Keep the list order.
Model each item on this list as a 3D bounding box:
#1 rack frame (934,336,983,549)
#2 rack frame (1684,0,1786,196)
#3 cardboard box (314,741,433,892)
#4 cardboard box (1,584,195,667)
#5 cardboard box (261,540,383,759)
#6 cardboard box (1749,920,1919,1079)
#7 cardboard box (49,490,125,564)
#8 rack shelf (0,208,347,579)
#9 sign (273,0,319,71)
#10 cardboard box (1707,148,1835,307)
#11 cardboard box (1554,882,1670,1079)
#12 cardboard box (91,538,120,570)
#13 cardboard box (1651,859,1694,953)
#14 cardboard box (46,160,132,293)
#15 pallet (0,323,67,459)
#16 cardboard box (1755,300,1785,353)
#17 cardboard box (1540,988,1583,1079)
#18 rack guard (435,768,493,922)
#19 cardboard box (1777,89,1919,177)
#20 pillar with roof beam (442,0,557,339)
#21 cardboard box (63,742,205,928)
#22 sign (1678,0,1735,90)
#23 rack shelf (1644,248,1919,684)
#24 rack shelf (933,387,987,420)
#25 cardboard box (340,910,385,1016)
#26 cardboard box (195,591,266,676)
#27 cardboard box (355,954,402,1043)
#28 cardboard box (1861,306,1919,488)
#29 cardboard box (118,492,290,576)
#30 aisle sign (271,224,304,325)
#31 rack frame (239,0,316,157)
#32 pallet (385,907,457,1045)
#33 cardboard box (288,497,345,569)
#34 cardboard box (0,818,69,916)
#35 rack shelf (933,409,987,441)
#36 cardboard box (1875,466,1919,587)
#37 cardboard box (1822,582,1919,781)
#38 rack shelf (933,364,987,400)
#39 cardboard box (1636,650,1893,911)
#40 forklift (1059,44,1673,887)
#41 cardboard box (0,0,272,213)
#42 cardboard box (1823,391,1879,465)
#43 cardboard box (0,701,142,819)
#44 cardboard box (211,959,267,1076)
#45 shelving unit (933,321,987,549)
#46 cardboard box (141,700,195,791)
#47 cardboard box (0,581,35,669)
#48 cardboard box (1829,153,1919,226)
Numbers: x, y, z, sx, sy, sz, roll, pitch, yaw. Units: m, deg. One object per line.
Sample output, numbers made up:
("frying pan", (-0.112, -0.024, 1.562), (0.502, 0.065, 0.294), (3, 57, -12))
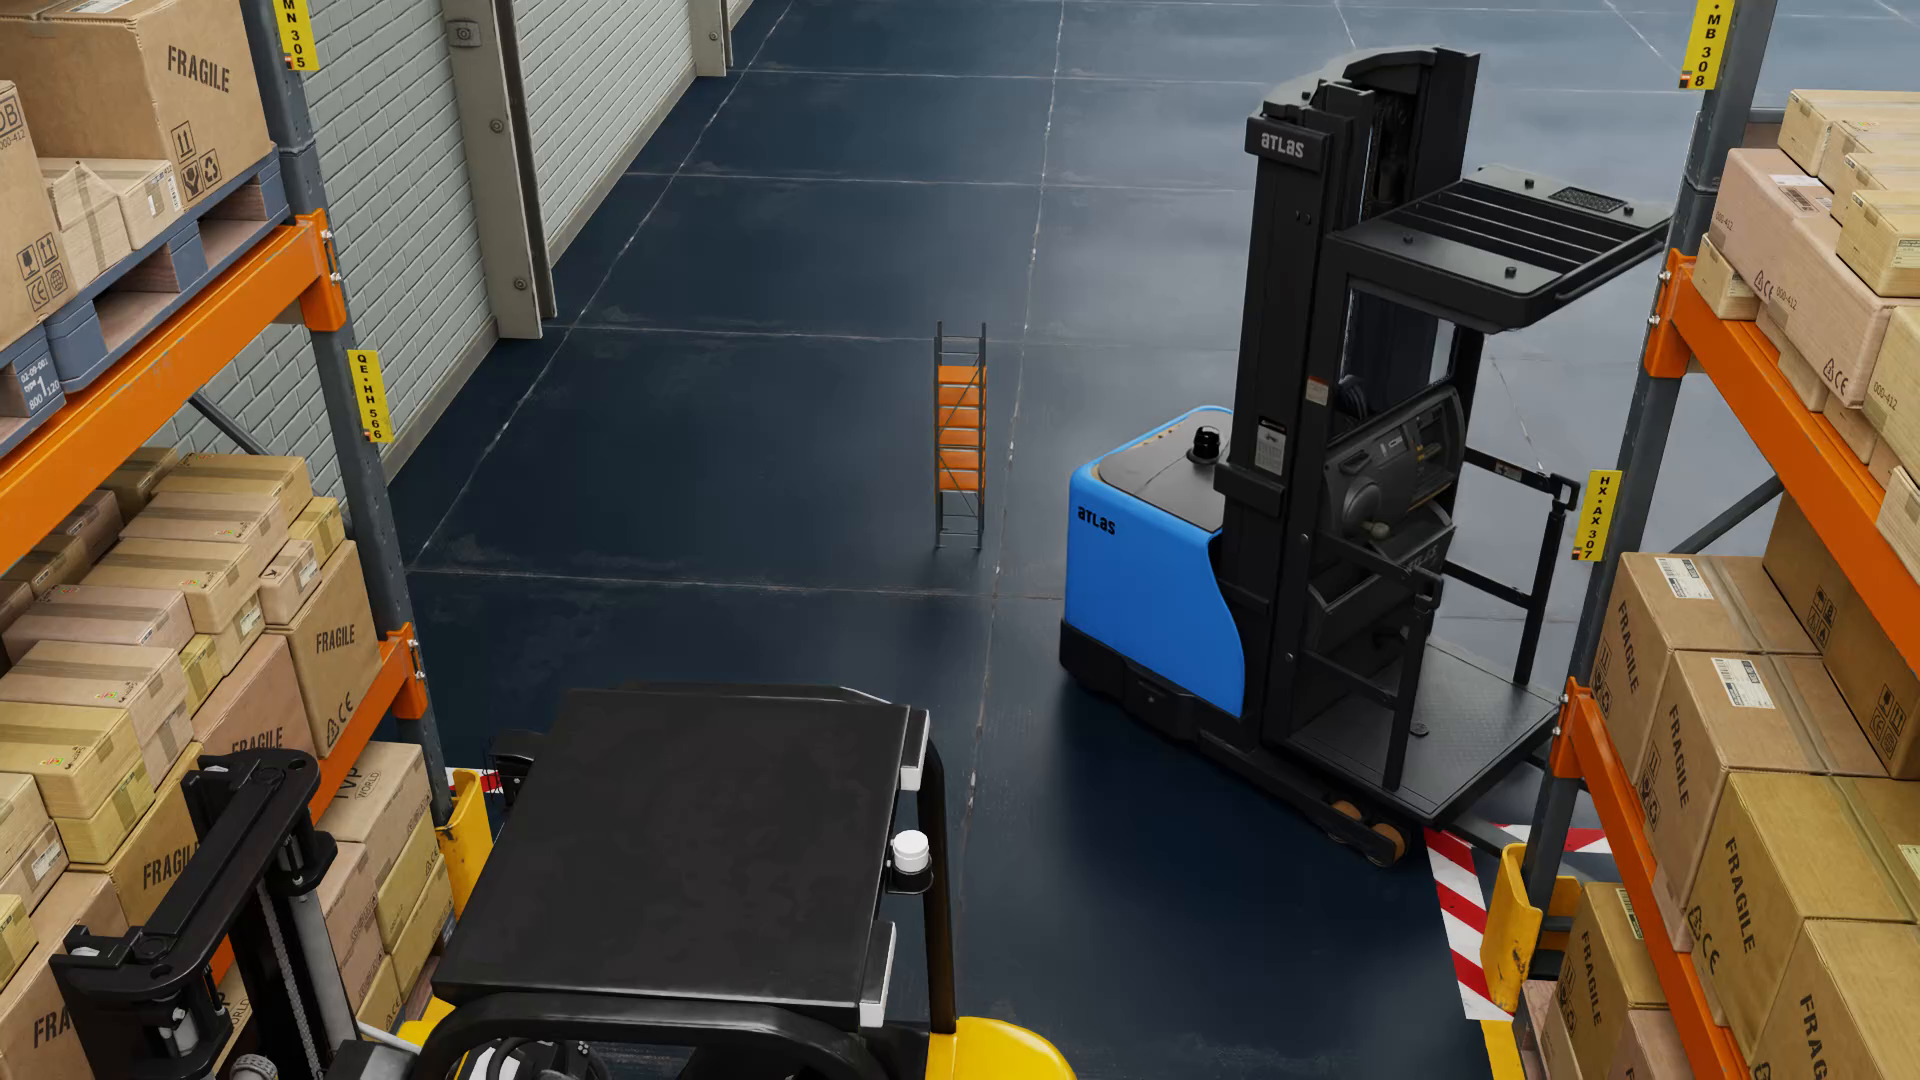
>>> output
("rack frame", (-0.006, -0.471, 8.370), (0.240, 1.200, 0.006), (2, 32, 4))
("rack frame", (2.528, -2.236, 3.801), (1.000, 3.000, 0.127), (2, 32, 4))
("cardboard box", (-2.146, 0.928, 5.653), (0.500, 0.250, 0.500), (3, 32, 6))
("cardboard box", (-2.316, 0.254, 4.482), (0.380, 0.149, 0.250), (3, 32, 4))
("cardboard box", (-2.198, 0.334, 5.254), (0.500, 0.500, 0.500), (2, 32, 3))
("cardboard box", (2.100, 1.188, 3.584), (0.500, 0.500, 0.500), (2, 32, 3))
("cardboard box", (-2.744, -0.035, 4.950), (0.380, 0.149, 0.250), (4, 32, 6))
("rack shelf", (-2.582, 0.183, 3.421), (1.077, 0.370, 4.000), (2, 32, 4))
("sign", (-1.880, -1.482, 4.668), (0.100, 0.325, 0.005), (2, 32, 4))
("cardboard box", (2.221, -0.770, 4.141), (0.500, 0.250, 0.500), (2, 32, 3))
("cardboard box", (2.185, 1.413, 5.104), (0.500, 0.500, 0.500), (1, 32, 2))
("cardboard box", (-2.662, 0.087, 5.036), (0.380, 0.149, 0.250), (2, 32, 4))
("cardboard box", (2.119, 0.992, 4.521), (0.380, 0.149, 0.250), (3, 32, 5))
("cardboard box", (-2.205, -0.755, 3.889), (0.396, 0.266, 0.258), (3, 32, 4))
("pallet", (-2.600, -0.123, 3.316), (1.003, 0.211, 1.213), (2, 32, 4))
("cardboard box", (2.245, -0.552, 4.166), (0.380, 0.149, 0.250), (1, 32, 2))
("cardboard box", (2.187, 1.720, 5.321), (0.500, 0.250, 0.500), (2, 32, 4))
("rack guard", (-2.418, 1.159, 6.392), (1.175, 0.500, 0.348), (2, 32, 4))
("cardboard box", (2.296, -1.015, 4.158), (0.380, 0.149, 0.250), (2, 32, 4))
("pillar with roof beam", (1.405, -5.074, 8.407), (9.100, 9.000, 0.400), (2, 32, 4))
("cardboard box", (-2.291, 0.873, 4.380), (0.500, 0.500, 0.500), (2, 32, 3))
("sign", (1.987, -1.354, 4.397), (0.100, 0.325, 0.005), (2, 32, 4))
("rack shelf", (2.365, 0.393, 3.080), (1.077, 0.370, 4.000), (2, 32, 4))
("rack shelf", (0.001, -0.685, 8.345), (0.258, 0.103, 0.180), (2, 32, 4))
("cardboard box", (-2.199, 1.416, 5.337), (0.500, 0.250, 0.500), (2, 32, 4))
("cardboard box", (-2.242, 0.250, 4.771), (0.380, 0.149, 0.250), (3, 32, 5))
("cardboard box", (-2.193, 1.618, 5.486), (0.500, 0.250, 0.500), (2, 32, 4))
("cardboard box", (2.153, -0.236, 3.275), (0.500, 0.250, 0.500), (3, 32, 5))
("cardboard box", (-2.228, -0.011, 4.912), (0.380, 0.149, 0.250), (3, 32, 4))
("aisle sign", (-2.121, -1.021, 5.070), (0.394, 0.787, 0.004), (2, 32, 4))
("rack frame", (-2.420, -2.446, 4.142), (1.000, 3.000, 0.127), (2, 32, 4))
("pallet", (-2.440, 1.696, 5.796), (1.003, 0.211, 1.213), (2, 32, 4))
("cardboard box", (-2.169, -0.018, 5.206), (0.380, 0.149, 0.250), (3, 32, 5))
("cardboard box", (-2.359, 0.781, 3.910), (0.380, 0.149, 0.250), (2, 32, 4))
("rack shelf", (0.001, -0.583, 8.408), (0.258, 0.103, 0.180), (2, 32, 4))
("cardboard box", (2.076, -0.017, 3.299), (0.380, 0.149, 0.250), (3, 32, 5))
("cardboard box", (2.655, 0.264, 4.131), (0.700, 0.500, 0.500), (3, 32, 4))
("rack shelf", (0.001, -0.787, 8.282), (0.258, 0.103, 0.180), (2, 32, 4))
("cardboard box", (2.174, 0.655, 4.449), (0.500, 0.500, 0.500), (3, 32, 5))
("forklift", (1.849, -0.254, 6.368), (1.130, 2.935, 3.031), (-27, 41, -36))
("cardboard box", (-2.213, -1.191, 4.374), (0.500, 0.500, 0.500), (3, 32, 6))
("cardboard box", (2.194, -0.284, 3.732), (0.380, 0.149, 0.250), (2, 32, 4))
("cardboard box", (-2.243, 0.530, 4.033), (0.380, 0.149, 0.250), (3, 32, 5))
("cardboard box", (-2.213, 1.459, 4.790), (0.500, 0.250, 0.500), (3, 32, 5))
("shelving unit", (0.001, -0.518, 8.447), (0.258, 1.200, 0.189), (2, 32, 4))
("cardboard box", (-2.248, 0.521, 4.332), (0.380, 0.149, 0.250), (1, 32, 2))
("cardboard box", (-2.757, 0.232, 4.518), (0.380, 0.149, 0.250), (3, 32, 4))
("cardboard box", (2.209, -0.754, 3.735), (0.380, 0.149, 0.250), (2, 32, 4))
